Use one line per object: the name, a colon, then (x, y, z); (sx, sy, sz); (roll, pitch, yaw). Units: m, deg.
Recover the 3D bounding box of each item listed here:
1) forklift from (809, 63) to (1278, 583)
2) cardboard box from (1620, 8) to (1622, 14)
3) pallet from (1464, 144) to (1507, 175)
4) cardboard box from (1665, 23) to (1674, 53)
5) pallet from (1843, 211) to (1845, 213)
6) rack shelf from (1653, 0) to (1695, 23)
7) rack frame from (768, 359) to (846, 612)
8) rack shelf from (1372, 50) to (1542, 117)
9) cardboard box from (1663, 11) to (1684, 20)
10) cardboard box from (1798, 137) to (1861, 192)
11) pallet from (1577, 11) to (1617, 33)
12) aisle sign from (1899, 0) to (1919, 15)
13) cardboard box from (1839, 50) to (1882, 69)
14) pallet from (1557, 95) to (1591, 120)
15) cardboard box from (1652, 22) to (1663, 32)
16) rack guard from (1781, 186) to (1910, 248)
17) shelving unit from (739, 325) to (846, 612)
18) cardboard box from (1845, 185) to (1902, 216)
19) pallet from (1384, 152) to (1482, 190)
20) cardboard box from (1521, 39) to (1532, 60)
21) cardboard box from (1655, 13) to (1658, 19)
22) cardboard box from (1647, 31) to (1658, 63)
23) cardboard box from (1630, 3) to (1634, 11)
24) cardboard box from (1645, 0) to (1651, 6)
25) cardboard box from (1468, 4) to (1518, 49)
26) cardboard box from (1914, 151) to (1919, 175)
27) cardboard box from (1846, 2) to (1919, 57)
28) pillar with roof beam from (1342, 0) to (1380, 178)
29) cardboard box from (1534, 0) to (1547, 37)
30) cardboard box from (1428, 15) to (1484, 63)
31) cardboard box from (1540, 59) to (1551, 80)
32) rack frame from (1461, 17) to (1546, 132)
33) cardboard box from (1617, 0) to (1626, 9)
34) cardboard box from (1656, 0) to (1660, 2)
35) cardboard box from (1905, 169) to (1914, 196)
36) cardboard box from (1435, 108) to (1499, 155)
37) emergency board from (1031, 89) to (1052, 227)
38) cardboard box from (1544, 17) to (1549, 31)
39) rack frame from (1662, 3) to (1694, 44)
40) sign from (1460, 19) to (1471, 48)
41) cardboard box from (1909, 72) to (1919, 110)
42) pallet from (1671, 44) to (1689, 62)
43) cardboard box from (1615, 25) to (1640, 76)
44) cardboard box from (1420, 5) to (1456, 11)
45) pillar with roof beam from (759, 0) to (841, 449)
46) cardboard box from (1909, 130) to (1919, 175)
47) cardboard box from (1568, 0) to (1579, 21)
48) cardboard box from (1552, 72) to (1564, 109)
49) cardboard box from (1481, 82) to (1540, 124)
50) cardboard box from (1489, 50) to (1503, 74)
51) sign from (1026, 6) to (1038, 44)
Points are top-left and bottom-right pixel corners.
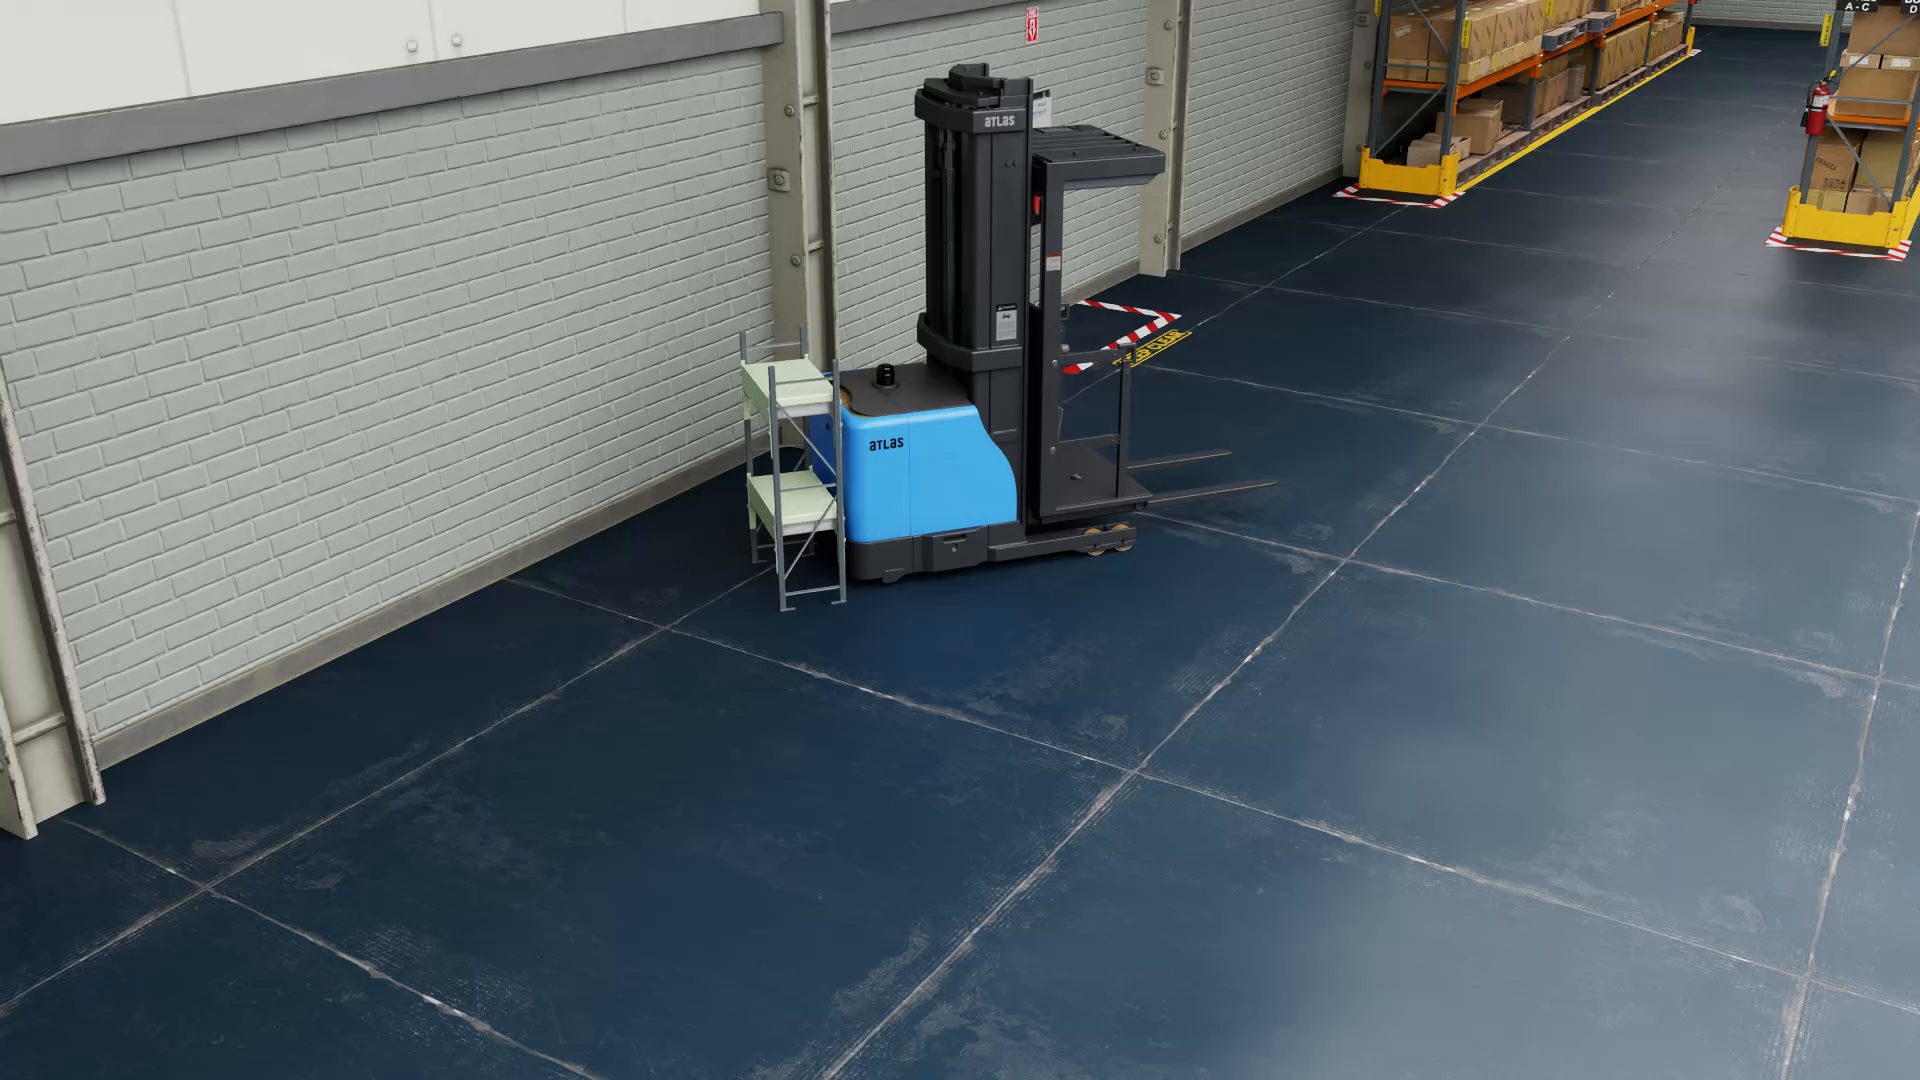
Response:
forklift: (0.589, -1.434, 10.374); (3.031, 2.935, 1.130); (-9, 25, -19)
cardboard box: (10.821, -8.861, 27.734); (0.380, 0.149, 0.250); (14, 27, 30)
pallet: (6.719, -5.187, 22.466); (1.003, 0.211, 1.213); (14, 27, 29)
cardboard box: (13.203, -9.614, 31.800); (0.700, 0.500, 0.500); (13, 27, 27)
pallet: (10.154, -3.715, 19.065); (1.003, 0.211, 1.213); (14, 27, 29)
rack shelf: (12.961, -10.159, 31.347); (1.077, 0.370, 4.000); (14, 27, 29)
rack frame: (-0.870, -0.296, 9.545); (0.400, 1.500, 0.023); (-8, 25, -18)
rack shelf: (6.631, -6.109, 21.992); (1.077, 0.370, 4.000); (14, 27, 29)
cardboard box: (13.818, -10.169, 32.265); (0.380, 0.149, 0.250); (14, 27, 28)
cardboard box: (9.816, -4.246, 18.770); (0.500, 0.500, 0.500); (14, 27, 29)
pallet: (9.510, -8.113, 25.957); (1.213, 0.211, 1.003); (14, 27, 29)
aisle sign: (10.012, -5.834, 17.178); (0.394, 0.787, 0.004); (14, 27, 29)
cardboard box: (9.826, -5.240, 18.136); (0.380, 0.149, 0.250); (13, 27, 28)
pallet: (9.382, -6.921, 26.472); (1.003, 0.211, 1.213); (14, 27, 29)
cardboard box: (12.723, -9.466, 30.641); (0.380, 0.149, 0.250); (15, 28, 31)
rack guard: (9.773, -3.572, 18.372); (1.175, 0.500, 0.348); (14, 27, 29)
shelving unit: (-0.991, -0.433, 9.862); (0.431, 1.500, 0.755); (-8, 25, -18)
cardboard box: (10.258, -3.793, 18.668); (0.500, 0.250, 0.500); (14, 27, 29)
pallet: (6.074, -4.777, 21.519); (1.003, 0.211, 1.213); (14, 27, 29)
cardboard box: (7.423, -6.665, 22.533); (0.500, 0.250, 0.500); (14, 27, 29)
cardboard box: (13.228, -10.079, 32.058); (0.380, 0.149, 0.250); (14, 27, 29)
cardboard box: (12.387, -9.091, 30.592); (0.700, 0.500, 0.500); (14, 27, 30)
cardboard box: (11.260, -9.115, 28.321); (0.380, 0.149, 0.250); (13, 27, 28)
cardboard box: (11.855, -9.445, 29.082); (0.380, 0.149, 0.250); (14, 27, 30)
cardboard box: (6.892, -6.661, 21.581); (0.500, 0.500, 0.500); (15, 27, 31)
cardboard box: (11.837, -4.806, 21.008); (0.500, 0.250, 0.500); (14, 27, 29)
cardboard box: (10.071, -5.541, 18.016); (0.700, 0.500, 0.500); (14, 27, 29)
pillar with roof beam: (8.867, -8.033, 17.978); (9.100, 9.000, 0.400); (14, 27, 29)
cardboard box: (7.699, -7.174, 22.767); (0.500, 0.500, 0.500); (14, 27, 29)
cardboard box: (6.083, -6.147, 20.393); (0.500, 0.500, 0.500); (14, 27, 29)
cardboard box: (8.560, -7.091, 25.003); (0.500, 0.250, 0.500); (13, 27, 27)
rack frame: (7.686, -7.114, 23.408); (1.000, 3.000, 0.127); (14, 27, 29)
cardboard box: (10.553, -8.941, 27.102); (0.500, 0.500, 0.500); (15, 28, 31)
cardboard box: (12.206, -10.132, 30.001); (0.980, 0.700, 0.700); (14, 27, 30)
cardboard box: (11.051, -4.299, 19.836); (0.500, 0.250, 0.500); (14, 27, 29)
cardboard box: (6.747, -5.463, 22.187); (0.700, 0.500, 0.500); (12, 26, 26)
emergency board: (0.709, -3.331, 14.668); (0.194, 1.169, 0.643); (14, 27, 29)
cardboard box: (7.983, -7.527, 23.681); (0.700, 0.500, 0.500); (14, 27, 29)
rack frame: (14.016, -11.164, 32.764); (1.000, 3.000, 0.127); (14, 27, 29)
sign: (6.037, -6.048, 19.855); (0.100, 0.325, 0.005); (14, 27, 29)
cardboard box: (10.316, -5.106, 18.644); (0.700, 0.500, 0.500); (15, 27, 30)
pallet: (13.660, -9.598, 32.656); (1.003, 0.211, 1.213); (14, 27, 29)
cardboard box: (11.207, -8.473, 28.725); (0.750, 0.750, 0.750); (15, 27, 31)
cardboard box: (6.187, -6.596, 21.429); (0.500, 0.500, 0.500); (13, 27, 28)
pillar with roof beam: (2.537, -3.983, 8.622); (9.100, 9.000, 0.400); (14, 27, 29)
cardboard box: (11.051, -4.642, 19.687); (0.500, 0.500, 0.500); (14, 27, 29)
cardboard box: (8.918, -8.126, 25.066); (0.700, 0.500, 0.500); (14, 27, 29)
cardboard box: (8.852, -6.942, 25.603); (0.700, 0.500, 0.500); (14, 27, 29)
cardboard box: (8.060, -6.421, 24.399); (0.700, 0.500, 0.500); (15, 28, 31)
cardboard box: (6.638, -6.152, 21.348); (0.500, 0.250, 0.500); (13, 27, 28)
sign: (0.620, -4.413, 14.249); (0.001, 0.298, 0.199); (14, 27, 29)
